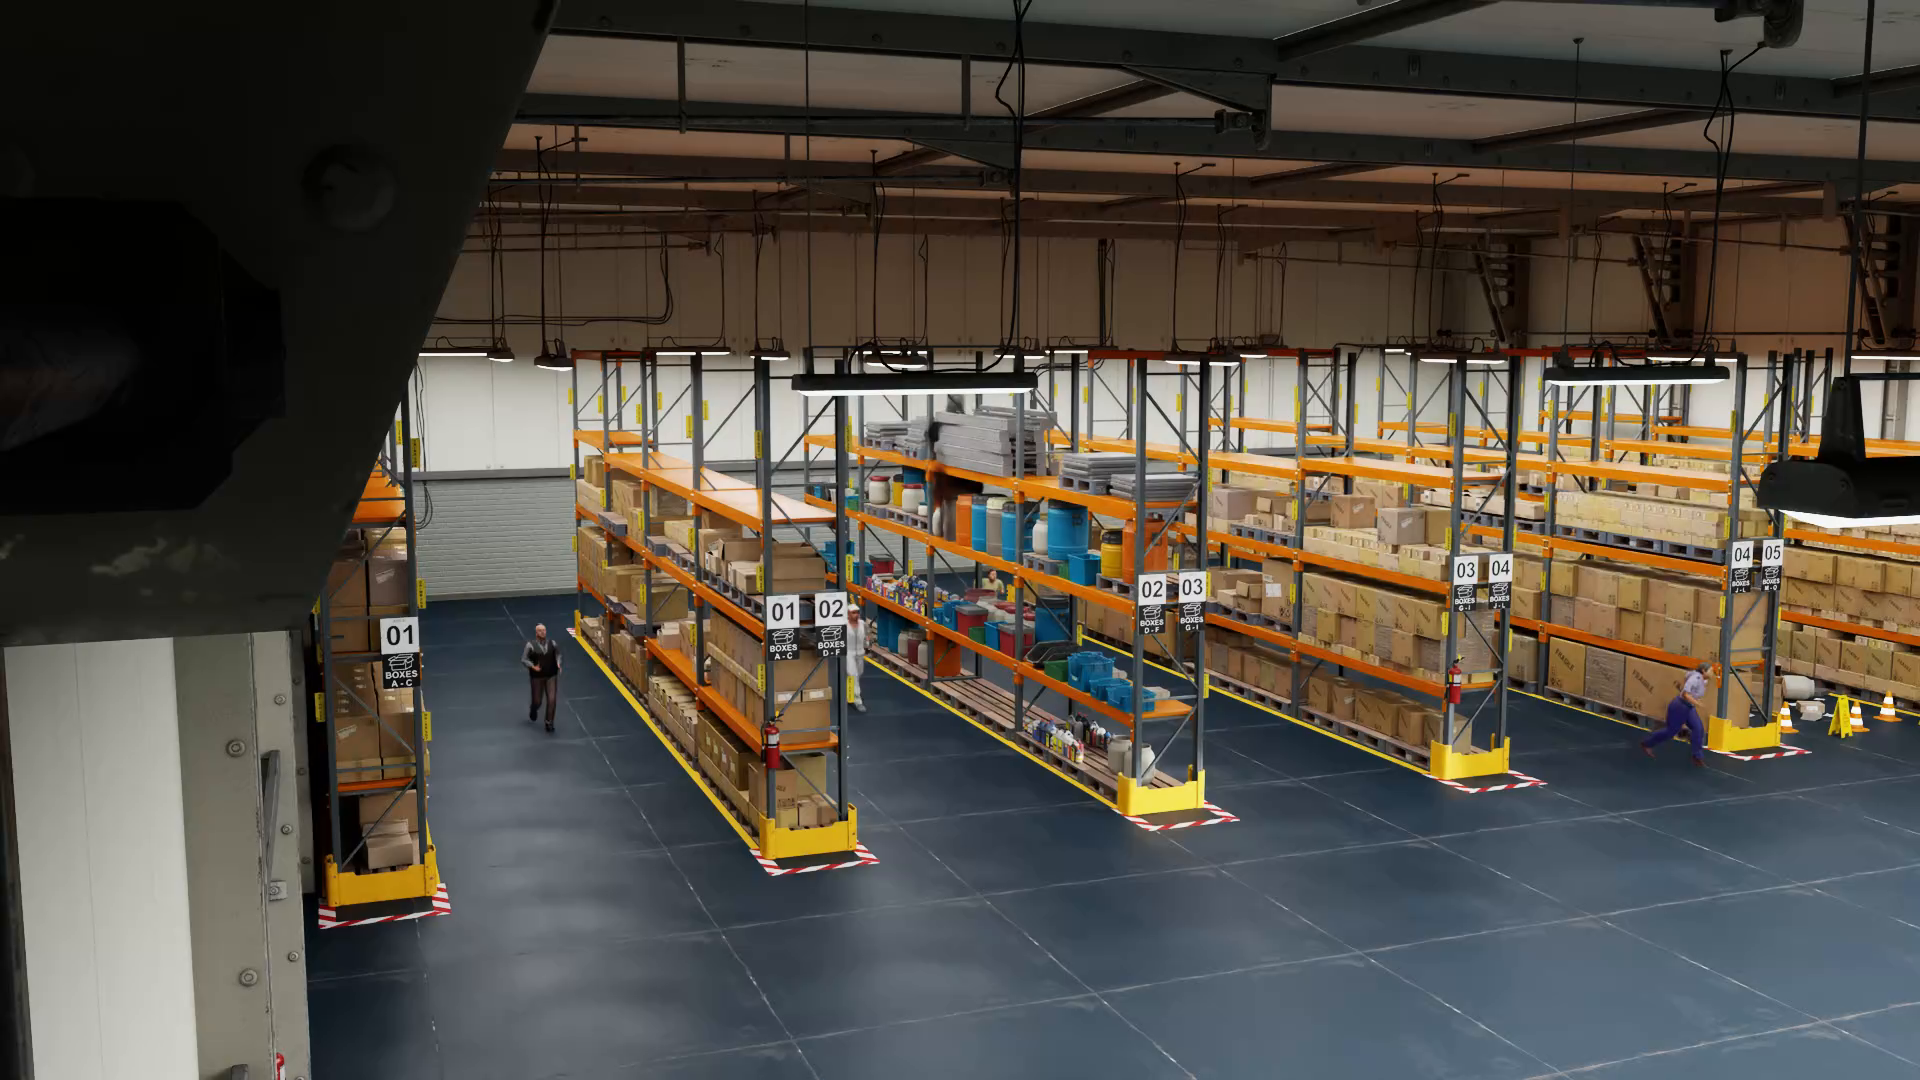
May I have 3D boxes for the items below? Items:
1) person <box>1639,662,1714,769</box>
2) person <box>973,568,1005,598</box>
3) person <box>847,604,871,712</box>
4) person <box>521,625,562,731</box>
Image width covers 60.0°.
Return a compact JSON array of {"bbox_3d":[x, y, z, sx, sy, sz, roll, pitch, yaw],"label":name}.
[{"bbox_3d":[10.558,2.542,24.496,0.978,1.612,0.646,4,8,31],"label":"person"},{"bbox_3d":[0.578,1.344,33.594,0.571,1.627,0.878,-3,8,-25],"label":"person"},{"bbox_3d":[-1.811,1.952,28.053,0.663,1.787,0.902,-3,8,-25],"label":"person"},{"bbox_3d":[-6.677,2.190,26.653,0.669,1.684,0.760,-4,8,-28],"label":"person"}]
